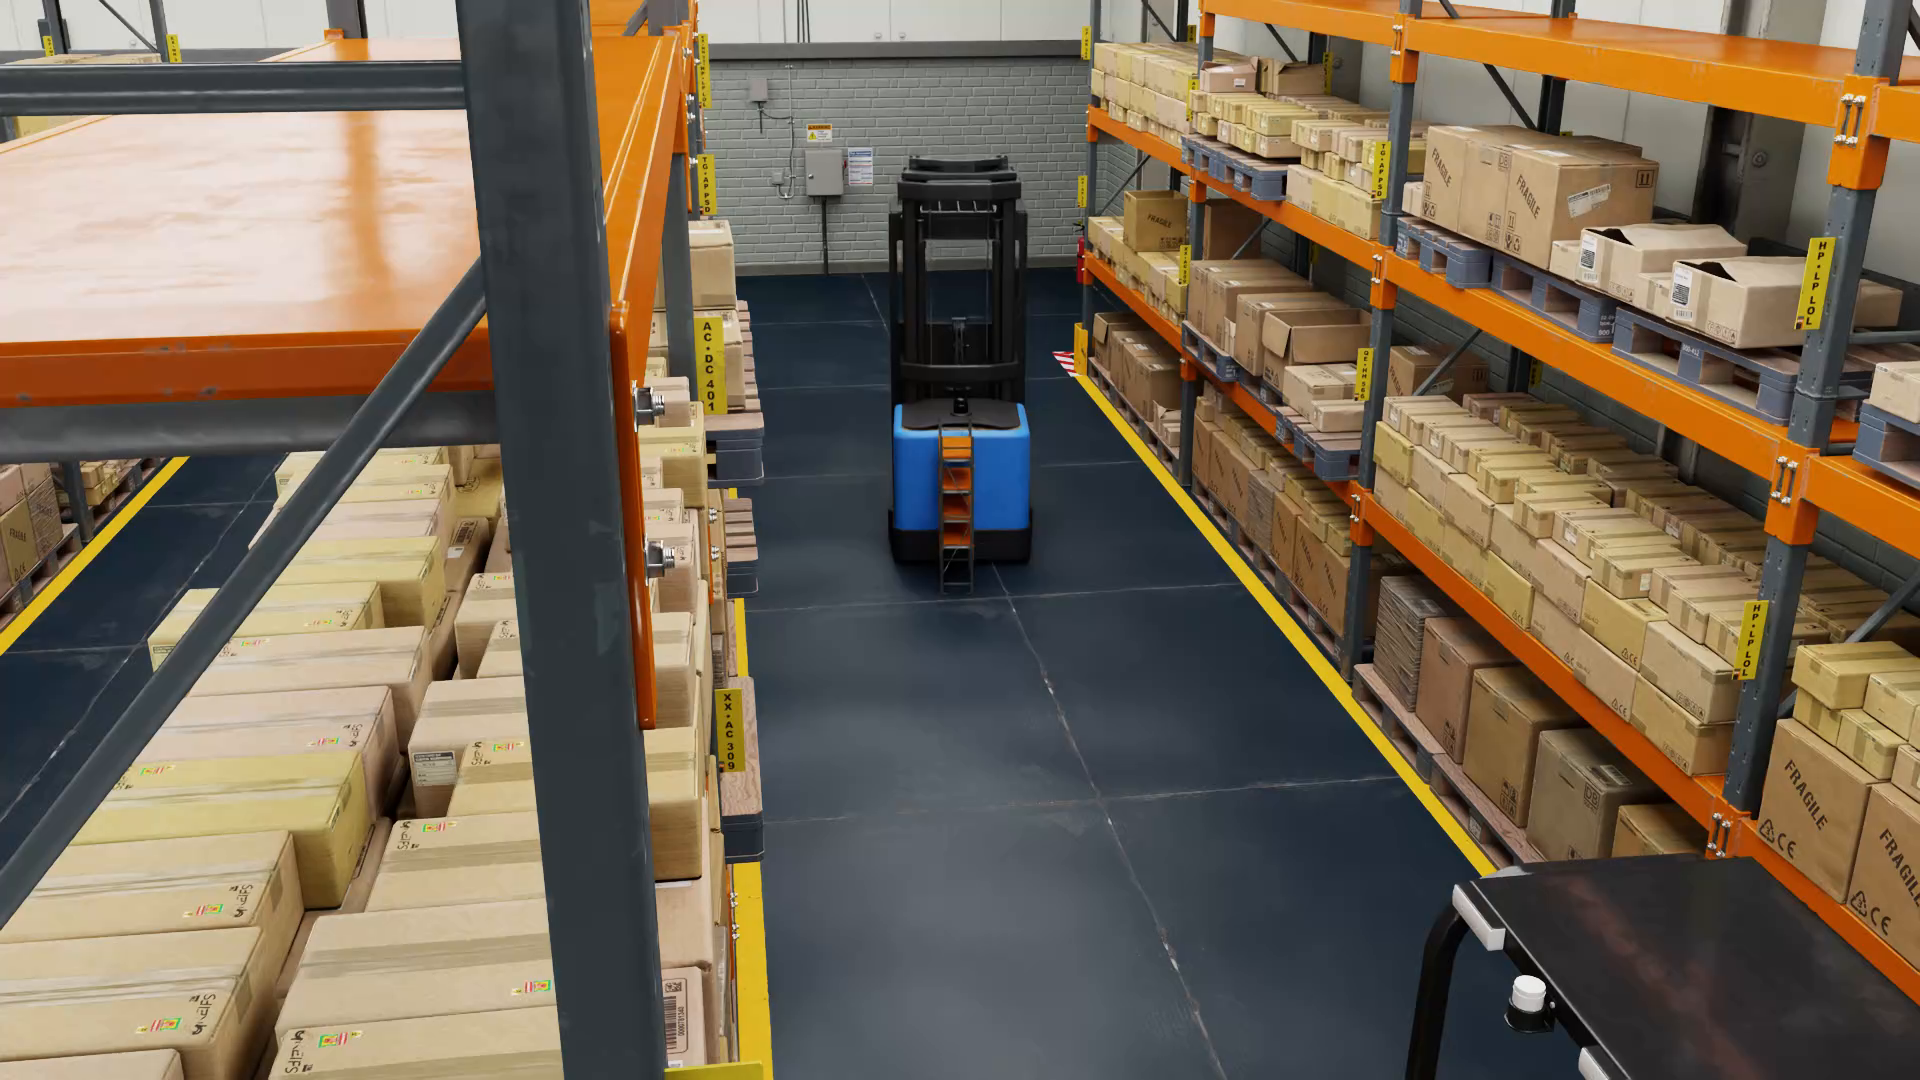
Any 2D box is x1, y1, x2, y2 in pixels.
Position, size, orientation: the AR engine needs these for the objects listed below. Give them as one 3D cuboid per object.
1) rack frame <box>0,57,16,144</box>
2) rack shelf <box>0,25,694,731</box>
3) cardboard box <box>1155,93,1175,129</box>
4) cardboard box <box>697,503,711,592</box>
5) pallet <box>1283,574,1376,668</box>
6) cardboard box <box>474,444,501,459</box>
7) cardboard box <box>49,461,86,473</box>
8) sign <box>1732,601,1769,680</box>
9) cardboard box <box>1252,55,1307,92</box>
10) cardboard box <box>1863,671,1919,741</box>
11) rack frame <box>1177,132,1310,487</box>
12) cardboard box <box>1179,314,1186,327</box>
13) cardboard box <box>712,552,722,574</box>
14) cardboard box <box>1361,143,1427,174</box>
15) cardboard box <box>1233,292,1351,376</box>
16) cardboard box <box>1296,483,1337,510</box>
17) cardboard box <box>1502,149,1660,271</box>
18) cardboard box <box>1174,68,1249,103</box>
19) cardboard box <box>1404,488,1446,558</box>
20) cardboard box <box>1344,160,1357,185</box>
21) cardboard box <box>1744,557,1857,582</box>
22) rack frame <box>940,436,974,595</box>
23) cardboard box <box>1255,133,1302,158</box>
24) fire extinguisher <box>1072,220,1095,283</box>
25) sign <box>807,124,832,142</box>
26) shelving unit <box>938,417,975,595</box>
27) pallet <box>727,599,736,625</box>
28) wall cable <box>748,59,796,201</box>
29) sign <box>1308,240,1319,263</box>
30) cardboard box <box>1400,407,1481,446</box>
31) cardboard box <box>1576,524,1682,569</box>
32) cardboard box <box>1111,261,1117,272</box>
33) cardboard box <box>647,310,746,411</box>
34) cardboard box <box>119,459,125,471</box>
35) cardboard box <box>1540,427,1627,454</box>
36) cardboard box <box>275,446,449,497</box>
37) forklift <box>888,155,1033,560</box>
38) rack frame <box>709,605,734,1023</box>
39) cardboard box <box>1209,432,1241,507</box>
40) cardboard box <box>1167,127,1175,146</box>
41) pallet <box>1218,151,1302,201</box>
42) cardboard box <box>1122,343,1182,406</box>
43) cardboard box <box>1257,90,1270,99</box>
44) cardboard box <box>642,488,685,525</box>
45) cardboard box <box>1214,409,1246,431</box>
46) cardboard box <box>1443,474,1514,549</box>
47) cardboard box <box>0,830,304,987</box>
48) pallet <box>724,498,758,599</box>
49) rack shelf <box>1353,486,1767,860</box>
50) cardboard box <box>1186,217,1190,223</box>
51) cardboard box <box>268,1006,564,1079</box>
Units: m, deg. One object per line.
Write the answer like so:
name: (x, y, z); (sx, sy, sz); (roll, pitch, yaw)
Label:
rack frame: (-7.389, -4.184, 11.558); (1.000, 3.000, 0.127); (-3, 21, -8)
rack shelf: (-1.063, -0.668, 3.177); (1.077, 0.370, 4.000); (-3, 21, -8)
cardboard box: (2.004, -3.719, 14.387); (0.500, 0.250, 0.500); (-4, 21, -10)
cardboard box: (-0.948, -0.049, 4.562); (0.500, 0.250, 0.500); (-3, 21, -9)
pallet: (2.913, 0.520, 11.521); (1.003, 0.211, 1.213); (-3, 21, -8)
cardboard box: (-1.559, -0.197, 4.959); (0.500, 0.250, 0.500); (-3, 21, -9)
cardboard box: (-7.233, -0.644, 13.277); (0.380, 0.149, 0.250); (-2, 21, -6)
sign: (3.024, 0.385, 6.357); (0.100, 0.325, 0.005); (-3, 21, -8)
cardboard box: (2.518, -3.672, 13.073); (0.396, 0.266, 0.258); (-3, 21, -9)
cardboard box: (3.457, 0.580, 5.881); (0.380, 0.149, 0.250); (-3, 21, -7)
rack frame: (2.406, -1.910, 14.044); (1.000, 3.000, 0.127); (-3, 21, -8)
cardboard box: (2.111, -1.890, 14.349); (0.380, 0.149, 0.250); (-3, 21, -7)
cardboard box: (-1.208, 0.378, 6.749); (0.500, 0.500, 0.500); (-3, 21, -8)
cardboard box: (2.641, -2.291, 9.994); (0.380, 0.149, 0.250); (-2, 21, -6)
cardboard box: (2.443, -1.524, 12.267); (0.700, 0.500, 0.500); (-3, 21, -8)
cardboard box: (2.604, -0.293, 11.760); (0.380, 0.149, 0.250); (-2, 21, -6)
cardboard box: (2.993, -1.606, 8.055); (0.500, 0.500, 0.500); (-2, 21, -6)
cardboard box: (2.095, -3.781, 13.841); (0.500, 0.250, 0.500); (-3, 21, -8)
cardboard box: (2.873, -0.115, 9.451); (0.500, 0.250, 0.500); (-3, 21, -9)
cardboard box: (2.663, -2.341, 10.554); (0.380, 0.149, 0.250); (-2, 21, -7)
cardboard box: (3.699, 0.194, 7.339); (0.380, 0.149, 0.250); (-3, 21, -8)
rack frame: (-0.023, -0.166, 11.945); (0.240, 1.200, 0.015); (-1, 20, -1)
cardboard box: (2.303, -2.787, 11.720); (0.380, 0.149, 0.250); (-2, 21, -7)
fire extinguisher: (1.351, -3.112, 17.905); (0.296, 0.674, 0.183); (-3, 21, -8)
sign: (-1.902, -5.506, 22.491); (0.339, 0.242, 0.001); (-3, 21, -8)
shelving unit: (-0.029, -0.251, 12.173); (0.258, 1.200, 0.503); (-1, 20, -1)
pallet: (-2.140, 0.334, 12.020); (1.003, 0.211, 1.213); (-3, 21, -8)
wall cable: (-2.516, -5.546, 22.327); (0.588, 1.984, 0.122); (-3, 21, -8)
sign: (2.955, -2.482, 13.920); (0.100, 0.325, 0.005); (-3, 21, -8)
cardboard box: (2.777, -0.659, 9.622); (0.380, 0.149, 0.250); (-2, 21, -7)
cardboard box: (3.108, 0.048, 7.732); (0.380, 0.149, 0.250); (-3, 21, -9)
cardboard box: (1.736, -2.784, 16.743); (0.380, 0.149, 0.250); (-2, 21, -6)
cardboard box: (-1.039, -0.643, 5.978); (0.500, 0.250, 0.500); (-3, 21, -9)
cardboard box: (-7.335, -0.639, 14.113); (0.380, 0.149, 0.250); (-3, 21, -9)
cardboard box: (3.460, -0.515, 9.237); (0.380, 0.149, 0.250); (-3, 21, -9)
cardboard box: (-1.522, -0.152, 4.267); (0.380, 0.149, 0.250); (-3, 21, -8)
forklift: (-0.023, -1.685, 13.538); (1.130, 2.935, 3.031); (-1, 20, -1)
rack frame: (-1.352, 1.111, 5.954); (1.000, 3.000, 0.127); (-3, 21, -8)
cardboard box: (2.340, -0.573, 13.437); (0.500, 0.500, 0.500); (-3, 21, -8)
cardboard box: (2.000, -3.486, 14.334); (0.380, 0.149, 0.250); (-2, 21, -6)
pallet: (2.584, -2.639, 11.977); (1.213, 0.211, 1.003); (-3, 21, -8)
cardboard box: (1.886, -1.618, 16.235); (0.500, 0.500, 0.500); (-3, 21, -7)
cardboard box: (2.565, -3.483, 13.158); (0.380, 0.149, 0.250); (-3, 21, -9)
cardboard box: (-0.836, -0.005, 3.876); (0.380, 0.149, 0.250); (-3, 21, -7)
cardboard box: (2.311, -1.010, 13.680); (0.380, 0.149, 0.250); (-3, 21, -9)
cardboard box: (2.934, -0.168, 8.878); (0.500, 0.250, 0.500); (-3, 21, -9)
cardboard box: (-1.170, 0.554, 2.378); (0.380, 0.149, 0.250); (-3, 21, -8)
pallet: (-1.720, 0.057, 9.050); (1.213, 0.211, 1.003); (-3, 21, -8)
rack shelf: (3.271, 0.504, 8.608); (1.077, 0.370, 4.000); (-3, 21, -8)
cardboard box: (2.159, -3.219, 17.336); (0.500, 0.250, 0.500); (-2, 21, -6)
cardboard box: (-0.624, 0.702, 1.983); (0.380, 0.149, 0.250); (-3, 21, -8)
